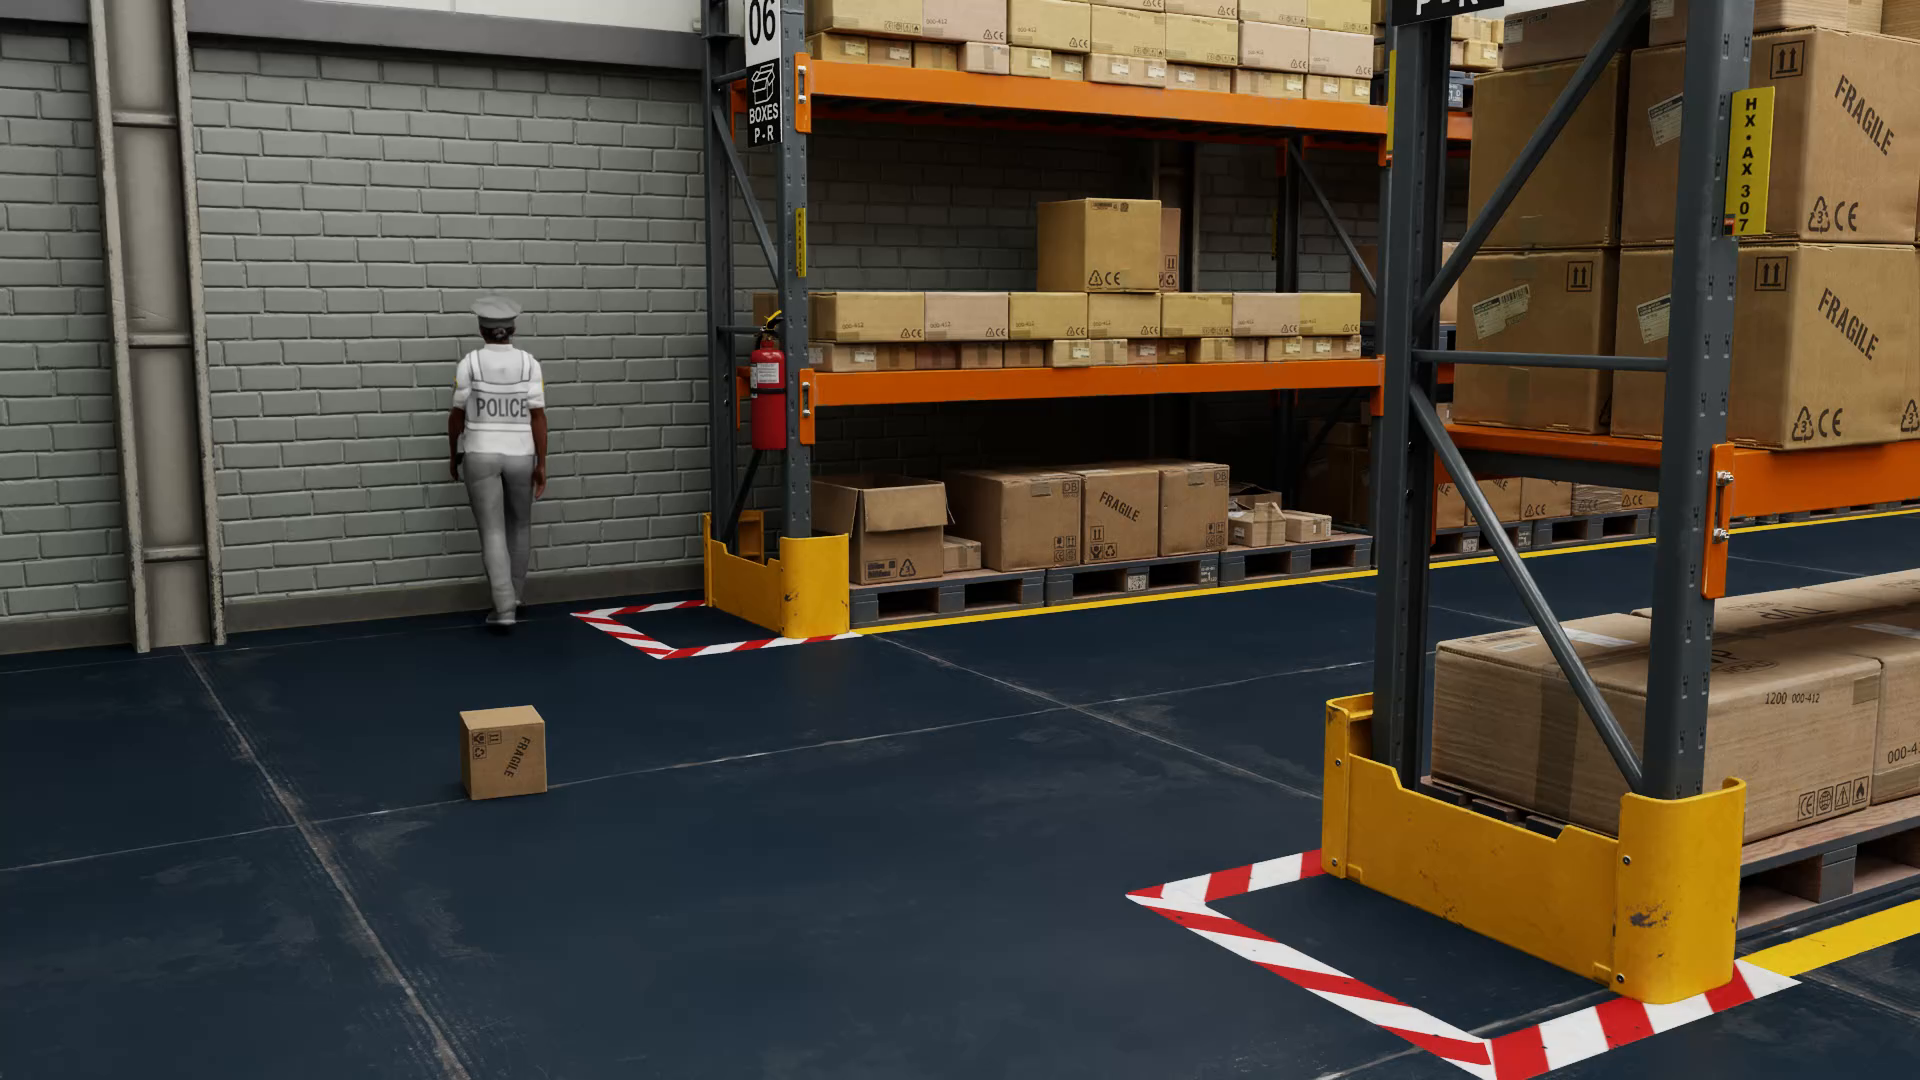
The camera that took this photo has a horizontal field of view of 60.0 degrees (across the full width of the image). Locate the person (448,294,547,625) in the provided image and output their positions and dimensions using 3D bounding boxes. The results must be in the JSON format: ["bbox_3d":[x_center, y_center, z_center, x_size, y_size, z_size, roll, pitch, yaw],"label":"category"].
[{"bbox_3d":[-2.400,-0.424,8.552,0.455,1.661,0.837,-5,9,-30],"label":"person"}]
